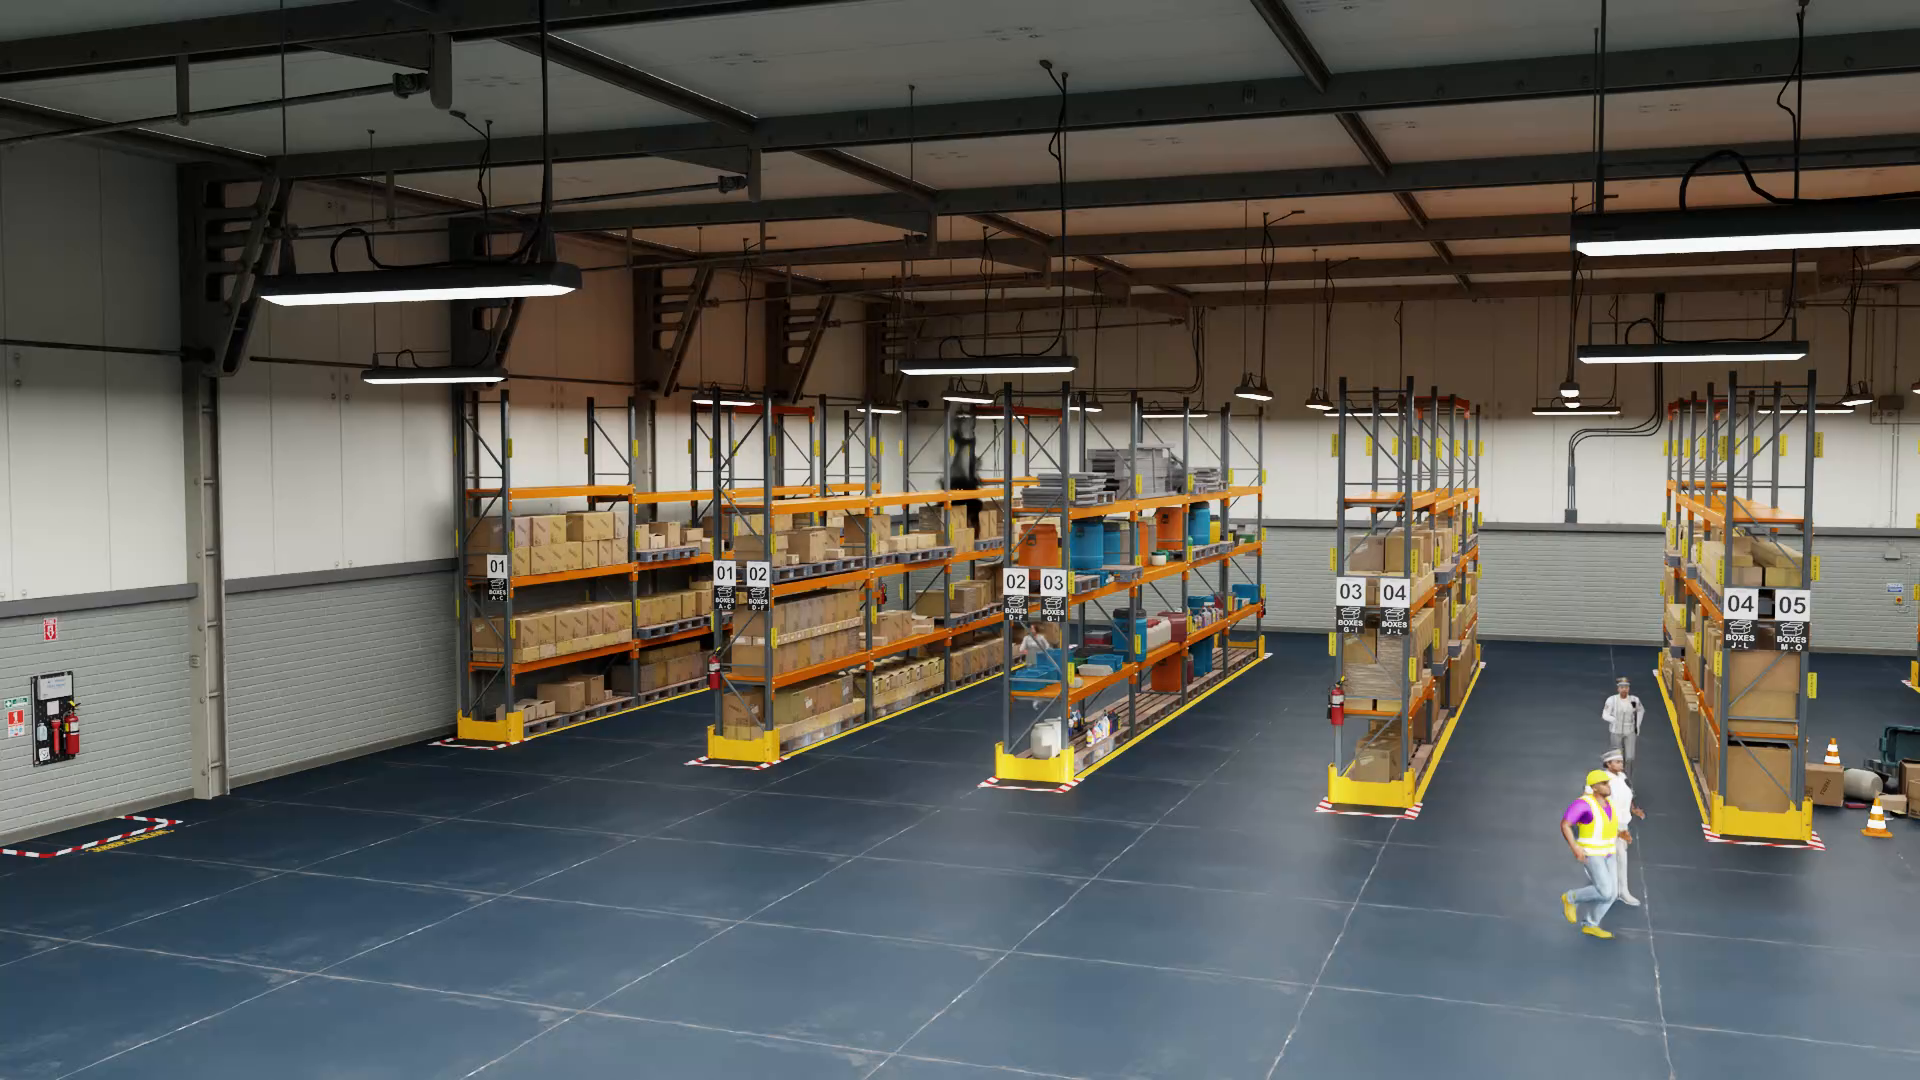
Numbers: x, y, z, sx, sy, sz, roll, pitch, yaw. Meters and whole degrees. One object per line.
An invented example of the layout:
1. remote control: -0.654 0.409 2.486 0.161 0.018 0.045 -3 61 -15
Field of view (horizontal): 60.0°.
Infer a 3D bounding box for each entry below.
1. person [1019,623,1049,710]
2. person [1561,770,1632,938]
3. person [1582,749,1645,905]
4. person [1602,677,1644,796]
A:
1. person: 1.428 2.422 32.171 0.521 1.630 0.750 1 3 16
2. person: 6.531 3.210 17.044 0.704 1.712 0.596 -2 4 -32
3. person: 7.240 3.154 18.545 0.579 1.696 0.825 -2 4 -30
4. person: 9.618 2.836 24.131 0.556 1.725 0.769 1 3 23
